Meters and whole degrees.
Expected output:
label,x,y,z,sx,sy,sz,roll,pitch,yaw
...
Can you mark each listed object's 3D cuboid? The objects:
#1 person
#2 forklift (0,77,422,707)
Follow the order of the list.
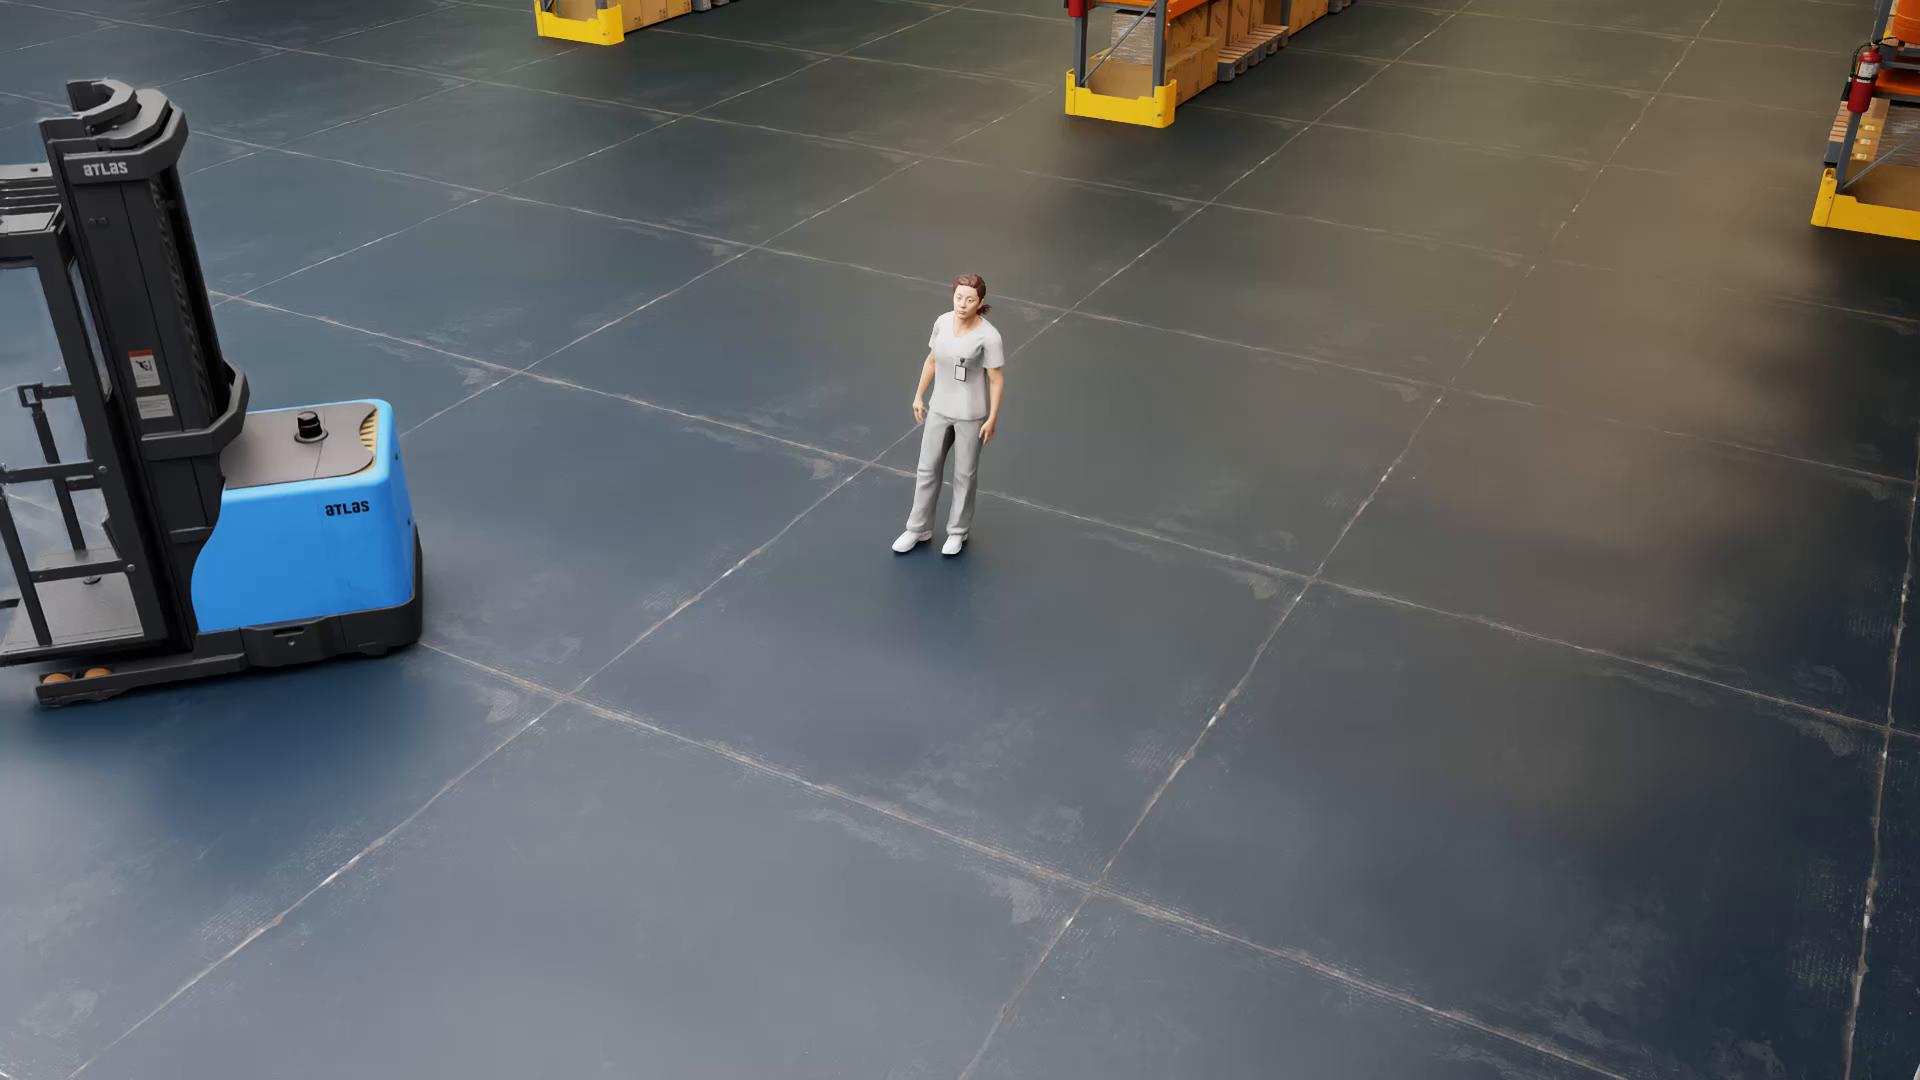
label,x,y,z,sx,sy,sz,roll,pitch,yaw
person,-0.047,-0.703,9.530,0.549,1.675,0.549,15,33,25
forklift,-4.482,-0.708,8.297,3.031,2.935,1.130,-8,31,-13
